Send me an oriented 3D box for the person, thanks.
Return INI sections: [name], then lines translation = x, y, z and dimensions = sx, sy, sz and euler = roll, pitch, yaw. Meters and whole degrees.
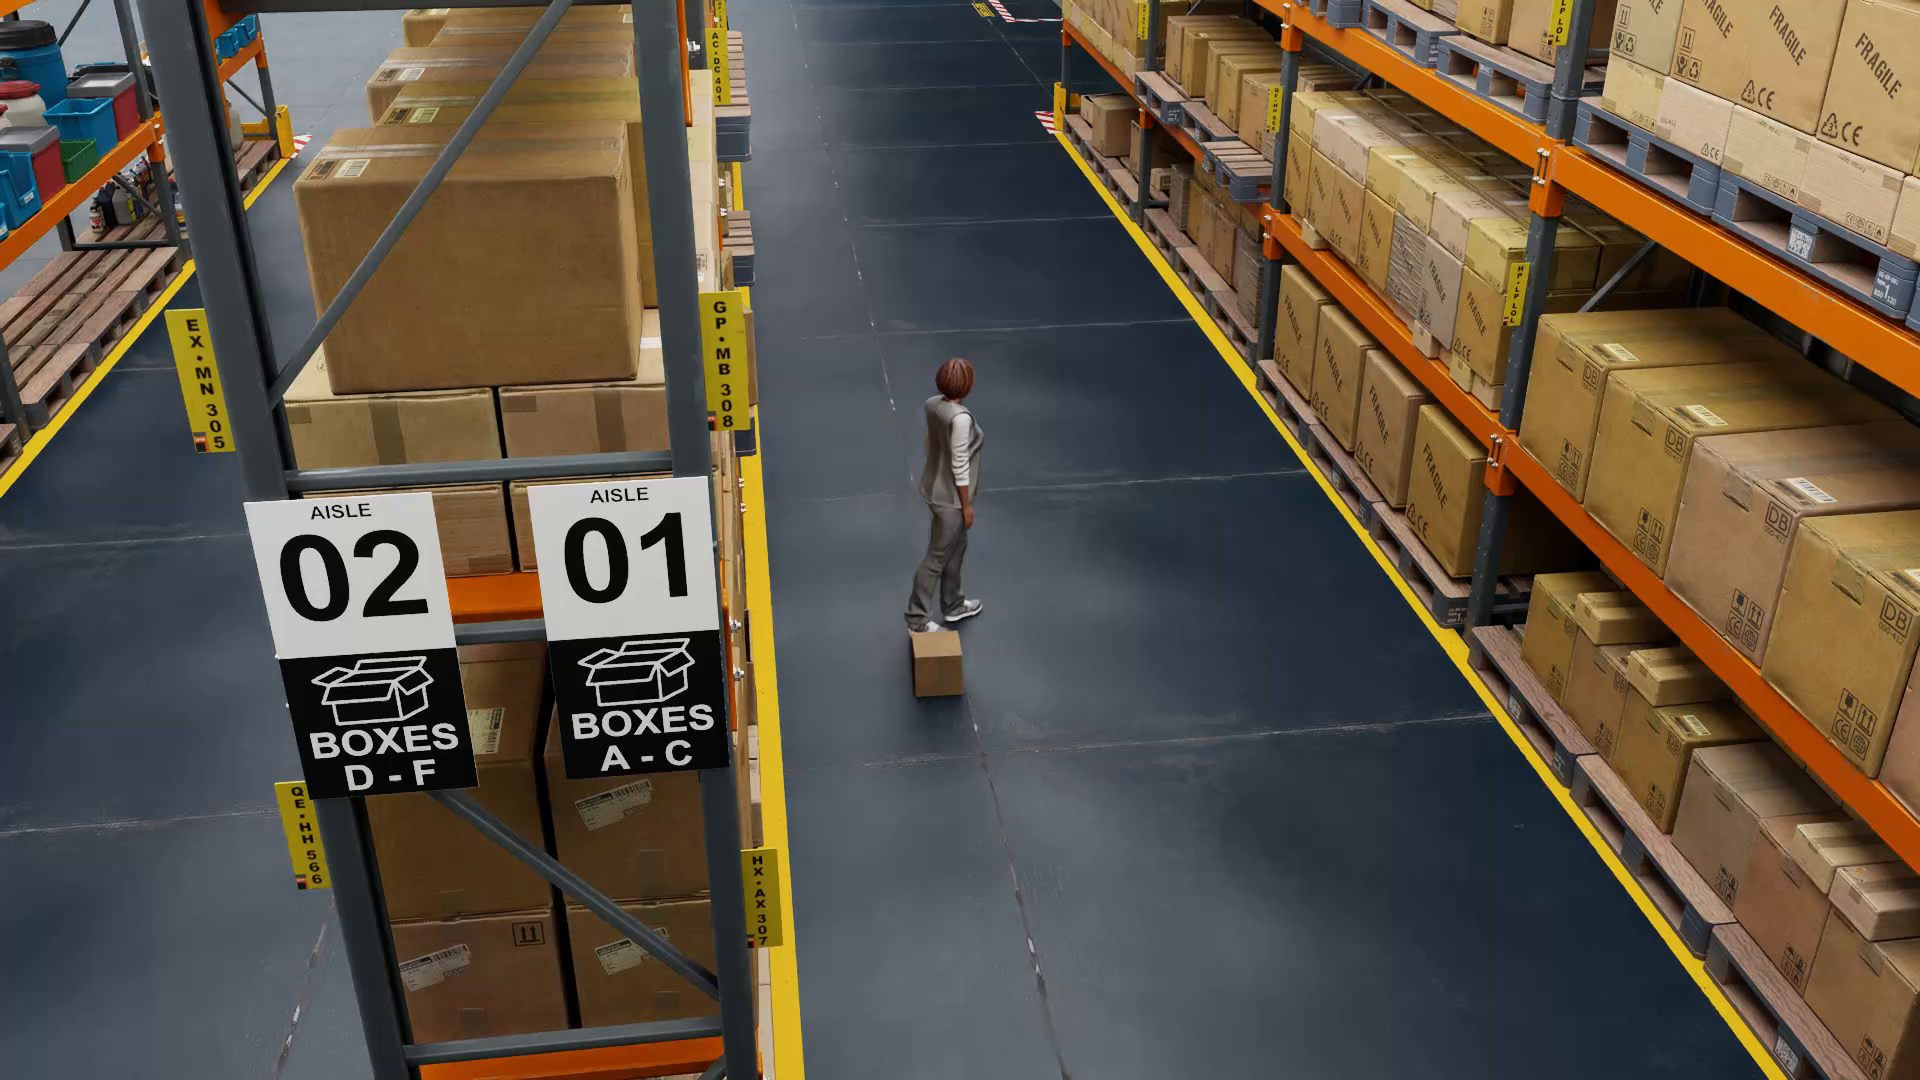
[person]
translation = -0.081, -0.217, 9.063
dimensions = 0.514, 1.581, 0.445
euler = -10, 29, -18
